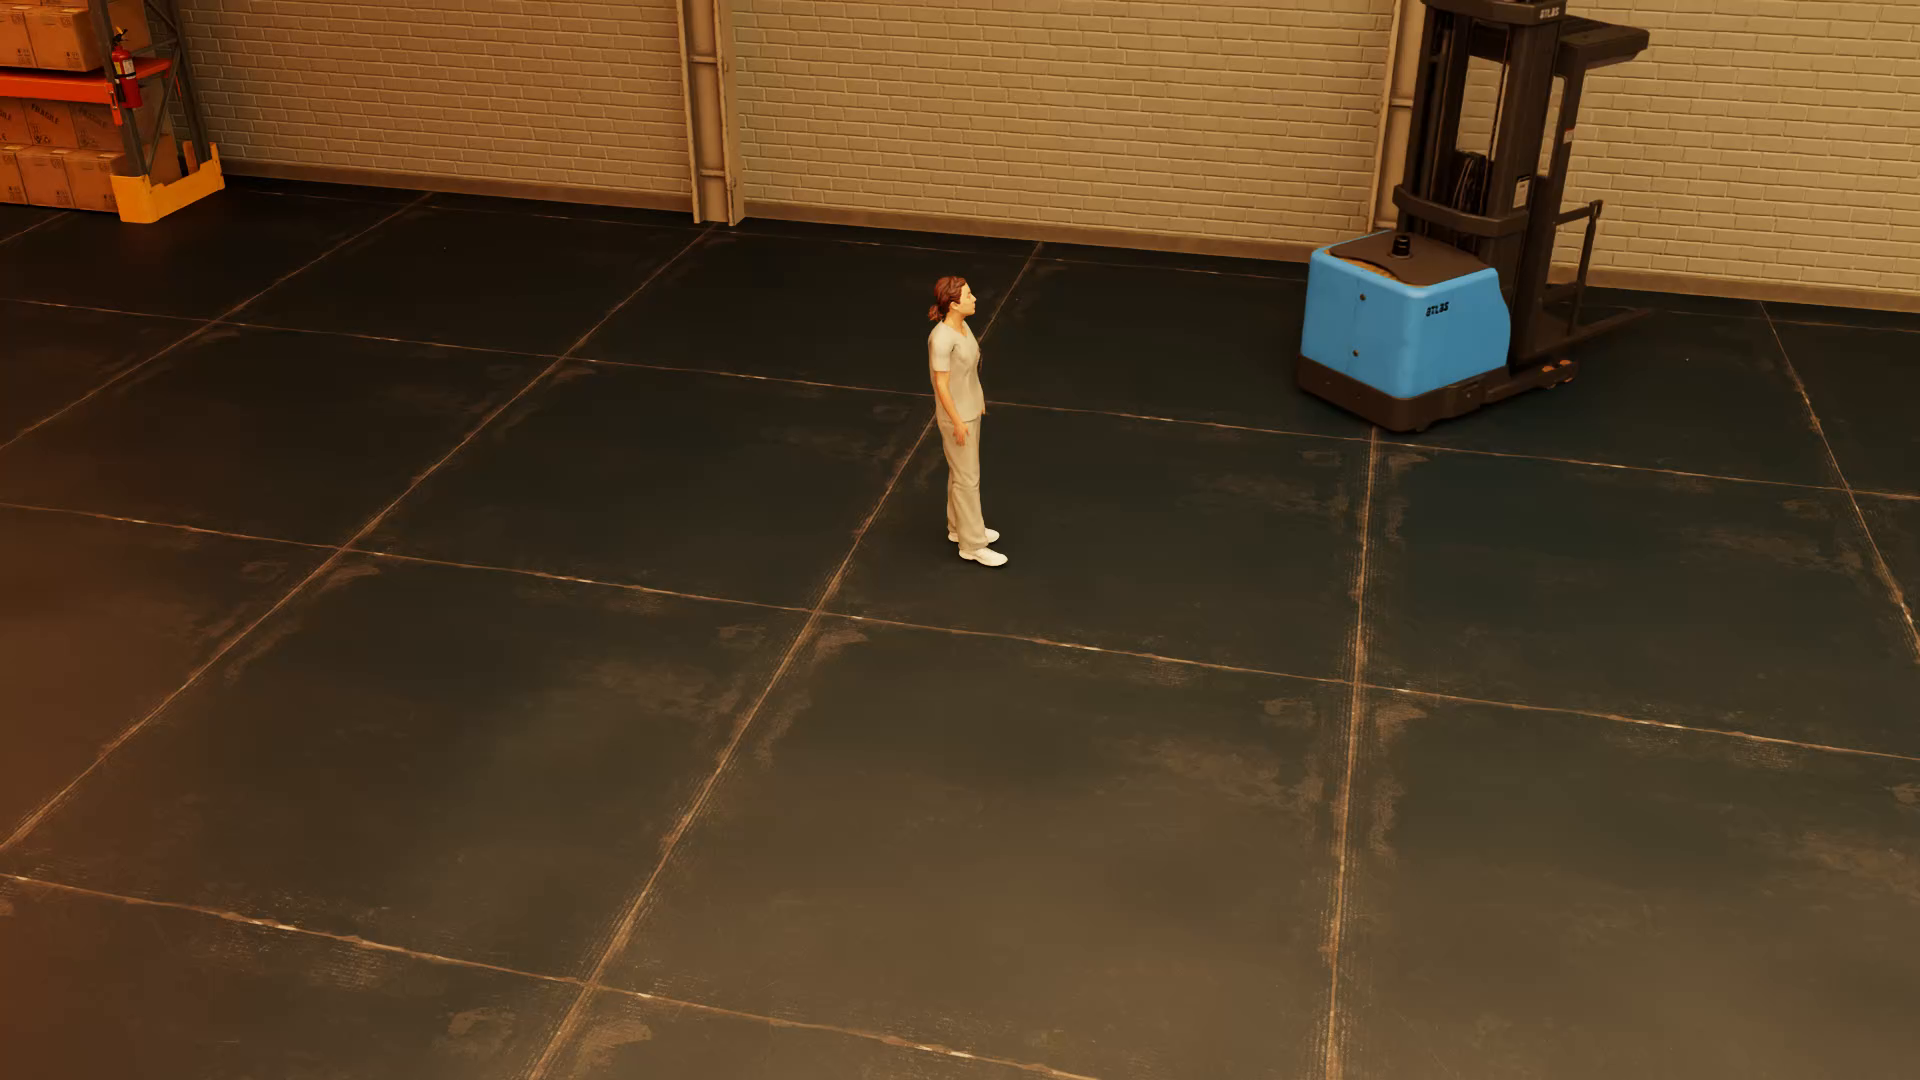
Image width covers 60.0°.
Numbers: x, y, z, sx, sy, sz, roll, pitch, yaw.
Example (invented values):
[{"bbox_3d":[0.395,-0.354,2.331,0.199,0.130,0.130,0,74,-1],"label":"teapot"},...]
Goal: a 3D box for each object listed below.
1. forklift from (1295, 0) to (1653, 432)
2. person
[{"bbox_3d":[3.916,-2.568,11.702,3.031,2.935,1.130,-19,35,-30],"label":"forklift"},{"bbox_3d":[0.068,-0.720,9.700,0.549,1.675,0.550,7,30,12],"label":"person"}]
